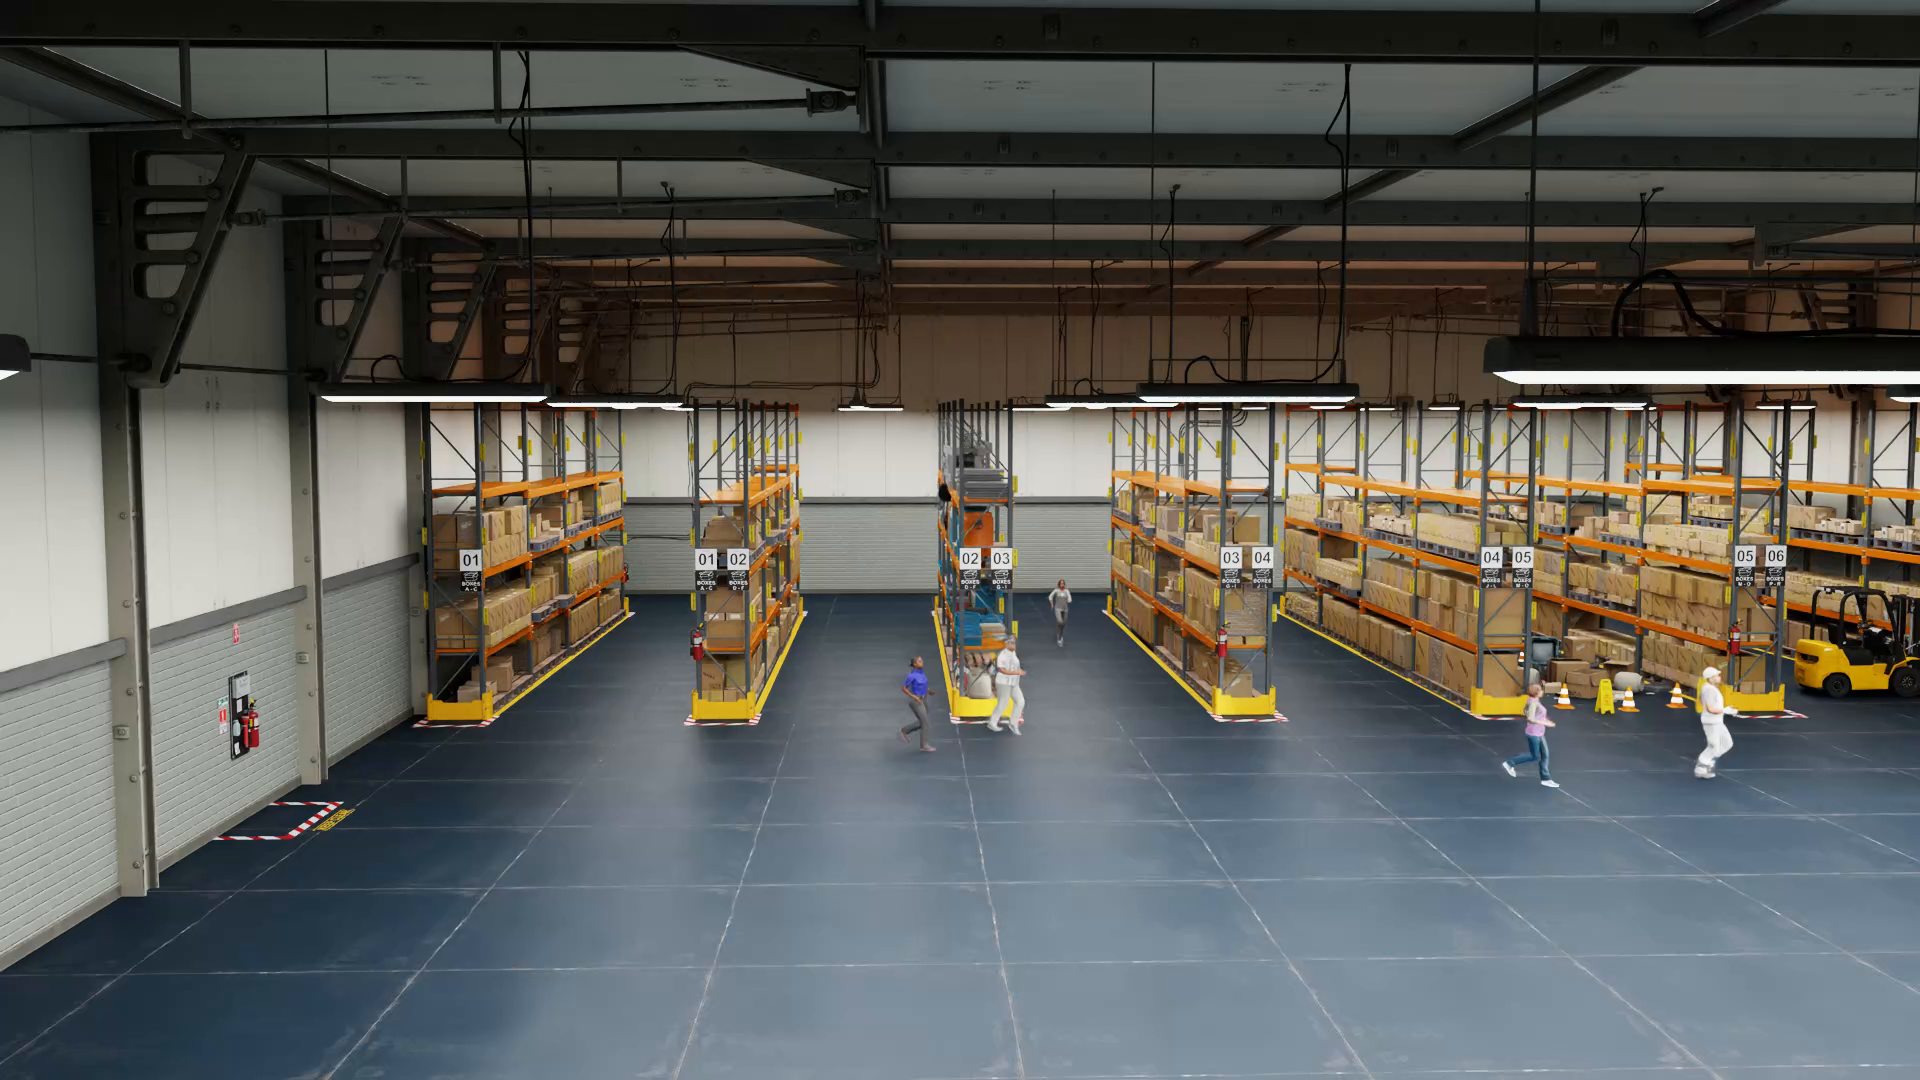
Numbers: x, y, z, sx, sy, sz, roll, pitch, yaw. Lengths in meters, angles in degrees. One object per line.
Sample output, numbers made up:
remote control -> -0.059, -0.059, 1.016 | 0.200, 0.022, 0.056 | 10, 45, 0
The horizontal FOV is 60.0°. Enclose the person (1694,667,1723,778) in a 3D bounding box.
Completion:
person -> 11.747, 2.859, 26.012 | 0.438, 1.756, 0.639 | 2, 5, 30

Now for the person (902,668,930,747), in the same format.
person -> -0.751, 2.837, 28.274 | 0.614, 1.344, 0.546 | 2, 5, 26

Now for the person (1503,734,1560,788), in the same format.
person -> 8.791, 3.312, 25.554 | 0.839, 0.946, 0.333 | 2, 5, 26

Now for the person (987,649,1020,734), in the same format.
person -> 0.784, 2.741, 29.764 | 0.592, 1.609, 0.429 | 3, 5, 31

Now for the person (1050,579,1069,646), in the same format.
person -> 2.484, 1.792, 41.235 | 0.443, 1.646, 0.717 | -1, 4, -14
